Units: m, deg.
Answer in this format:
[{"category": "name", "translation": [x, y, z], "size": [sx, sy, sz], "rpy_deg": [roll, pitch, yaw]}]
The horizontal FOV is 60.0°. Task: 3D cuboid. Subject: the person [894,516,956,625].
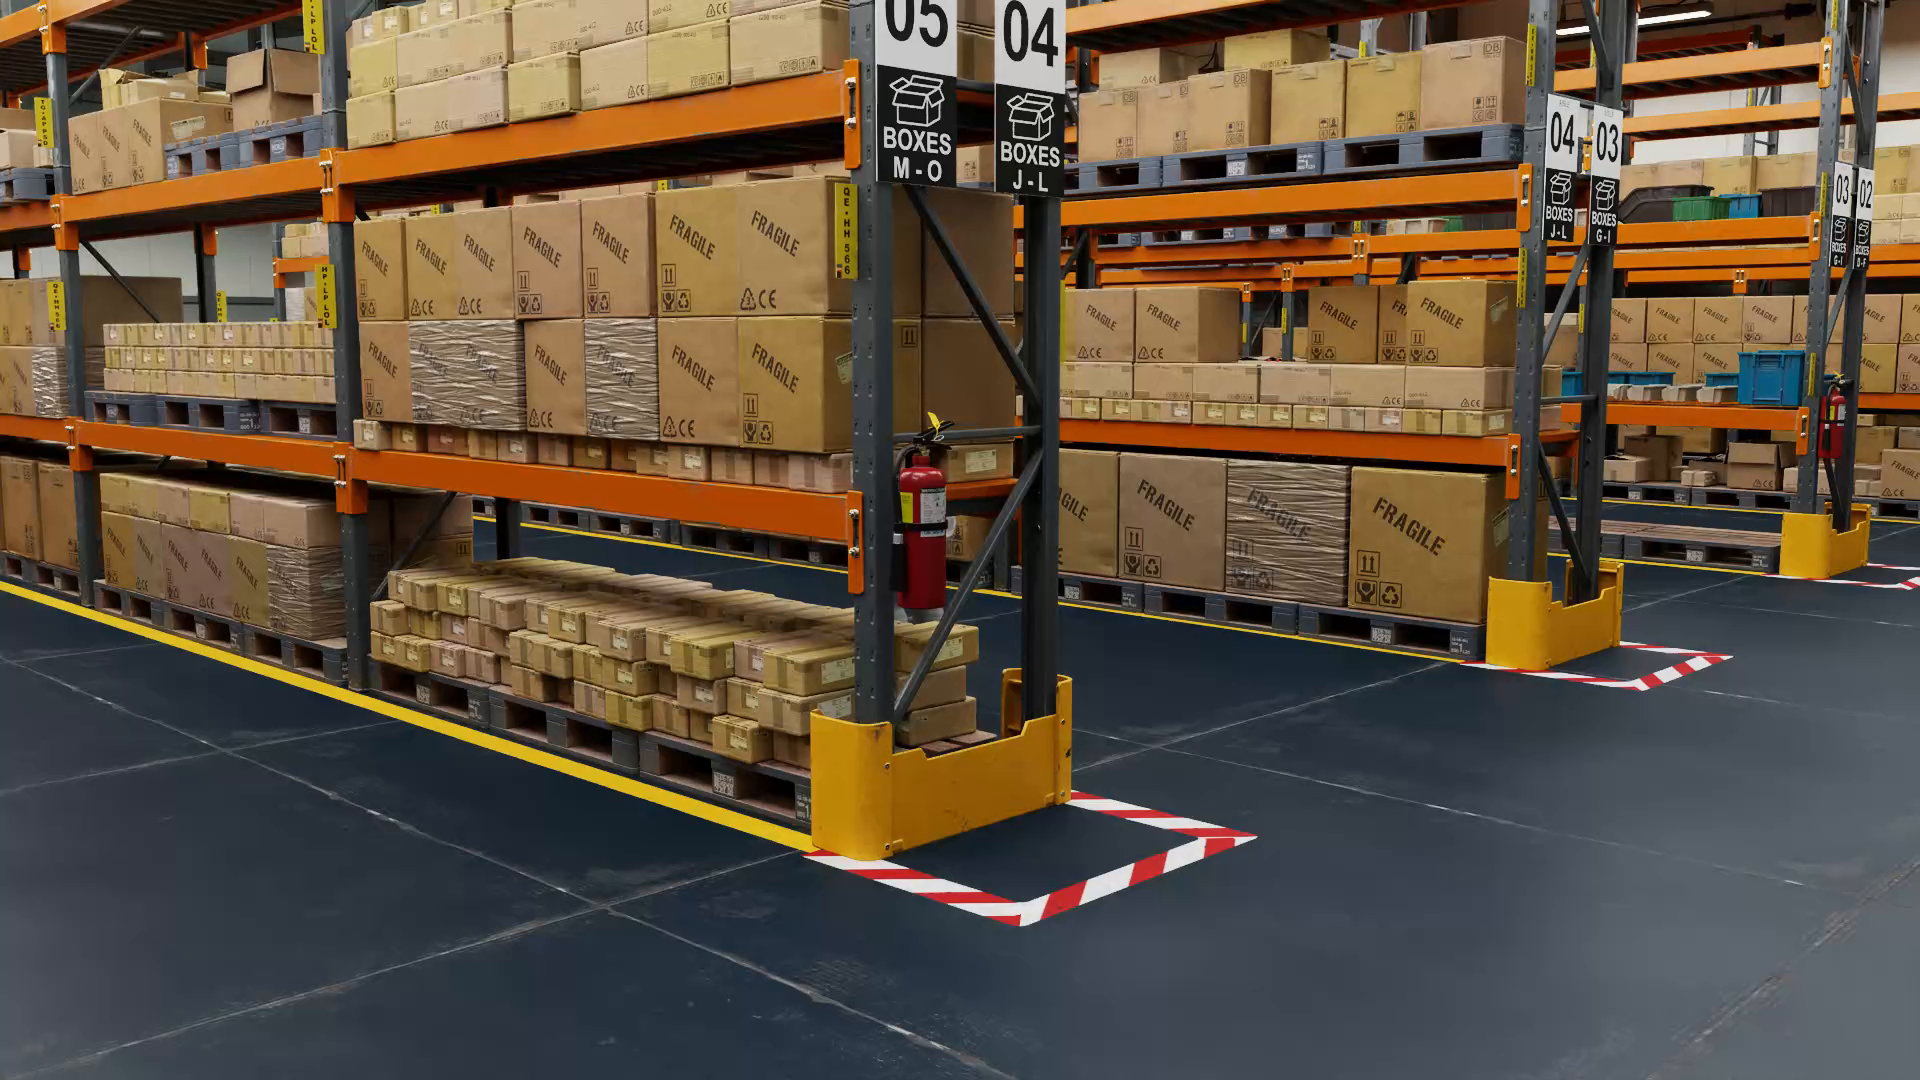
[{"category": "person", "translation": [-0.261, -0.048, 8.614], "size": [0.441, 1.748, 0.587], "rpy_deg": [6, 9, 43]}]
